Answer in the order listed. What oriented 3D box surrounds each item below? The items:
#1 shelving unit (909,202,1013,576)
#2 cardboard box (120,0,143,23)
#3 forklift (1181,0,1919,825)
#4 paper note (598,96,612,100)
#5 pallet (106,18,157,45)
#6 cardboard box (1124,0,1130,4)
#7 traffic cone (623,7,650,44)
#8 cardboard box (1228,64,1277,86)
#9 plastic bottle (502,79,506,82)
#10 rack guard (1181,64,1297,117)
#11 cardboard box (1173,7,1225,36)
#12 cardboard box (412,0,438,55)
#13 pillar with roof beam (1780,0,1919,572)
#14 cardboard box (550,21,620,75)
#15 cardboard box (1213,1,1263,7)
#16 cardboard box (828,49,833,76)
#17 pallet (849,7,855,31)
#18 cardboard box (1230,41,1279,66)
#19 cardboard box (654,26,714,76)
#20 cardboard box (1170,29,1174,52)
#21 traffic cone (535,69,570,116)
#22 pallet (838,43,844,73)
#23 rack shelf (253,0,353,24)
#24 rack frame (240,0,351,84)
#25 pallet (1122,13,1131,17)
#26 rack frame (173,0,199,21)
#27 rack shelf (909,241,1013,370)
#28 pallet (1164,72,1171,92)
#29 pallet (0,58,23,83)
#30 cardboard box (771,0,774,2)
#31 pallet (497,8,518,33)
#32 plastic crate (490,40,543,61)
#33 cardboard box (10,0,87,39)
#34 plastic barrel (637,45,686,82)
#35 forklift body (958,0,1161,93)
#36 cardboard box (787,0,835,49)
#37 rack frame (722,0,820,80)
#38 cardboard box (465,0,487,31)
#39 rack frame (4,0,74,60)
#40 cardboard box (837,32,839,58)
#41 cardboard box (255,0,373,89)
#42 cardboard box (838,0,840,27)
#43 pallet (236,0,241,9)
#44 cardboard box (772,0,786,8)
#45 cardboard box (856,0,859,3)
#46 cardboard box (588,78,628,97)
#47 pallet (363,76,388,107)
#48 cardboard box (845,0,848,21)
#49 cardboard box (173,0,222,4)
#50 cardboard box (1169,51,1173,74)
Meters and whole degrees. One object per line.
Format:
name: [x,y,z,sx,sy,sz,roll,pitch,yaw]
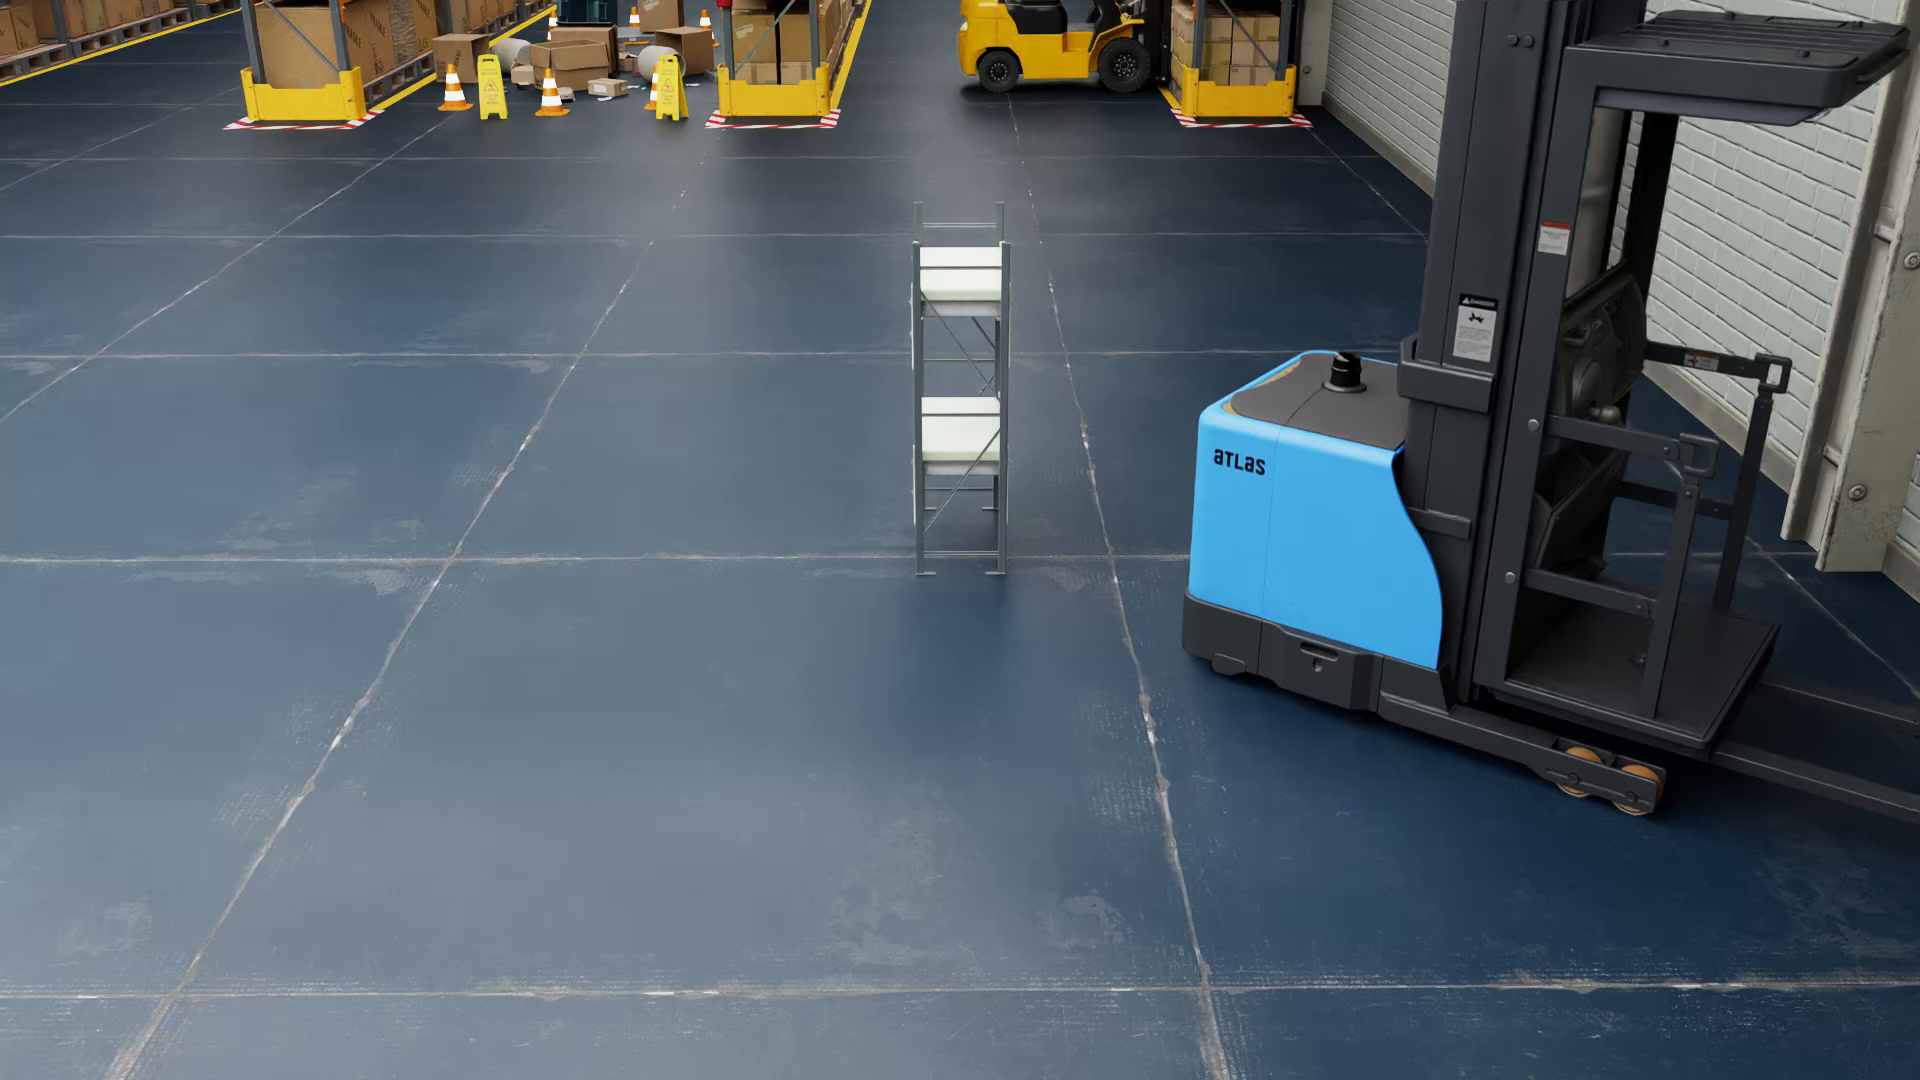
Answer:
shelving unit: [0.000,-0.681,7.435,0.431,1.500,0.755,0,24,-1]
cardboard box: [-11.924,-7.514,23.223,0.700,0.500,0.500,2,24,4]
forklift: [2.374,-0.645,5.620,3.031,2.935,1.130,17,29,32]
paper note: [-3.988,-4.966,18.693,0.148,0.019,0.142,-9,26,-19]
pallet: [-11.966,-7.096,23.184,1.003,0.211,1.213,0,24,-1]
cardboard box: [2.882,-8.111,24.416,0.875,0.625,0.625,1,24,1]
traffic cone: [-4.447,-7.050,22.777,0.336,0.463,0.334,0,24,-1]
cardboard box: [3.167,-5.104,18.222,0.500,0.250,0.500,0,24,0]
plastic bottle: [-5.537,-5.448,19.722,0.283,0.061,0.133,-9,26,-19]
rack guard: [2.977,-4.813,17.786,1.175,0.500,0.348,0,24,-1]
cardboard box: [2.648,-5.755,18.448,0.500,0.250,0.500,0,24,0]
cardboard box: [-7.042,-6.487,20.521,0.875,0.875,0.875,0,24,0]
pillar with roof beam: [-0.304,-4.023,5.724,9.100,9.000,0.400,0,24,-1]
cardboard box: [-4.556,-5.960,20.154,0.797,0.637,0.503,0,24,-1]
cardboard box: [3.157,-5.967,18.917,0.500,0.250,0.500,0,24,-1]
cardboard box: [-1.717,-5.421,18.923,0.500,0.250,0.500,1,24,1]
pallet: [-2.067,-7.642,24.391,1.003,0.211,1.213,0,24,-1]
cardboard box: [3.179,-5.323,18.100,0.500,0.250,0.500,0,24,0]
cardboard box: [-3.380,-6.001,20.409,0.500,0.500,0.500,19,30,35]
cardboard box: [2.637,-5.747,19.037,0.500,0.250,0.500,-1,24,-2]
traffic cone: [-4.388,-4.809,17.821,0.336,0.463,0.334,0,24,-1]
pallet: [-1.988,-6.040,20.847,1.003,0.211,1.213,0,24,-1]
rack shelf: [-6.957,-6.371,19.069,1.077,0.370,4.000,0,24,-1]
rack frame: [-6.936,-5.874,17.099,1.000,3.000,0.127,0,24,-1]
pallet: [2.859,-7.649,24.406,1.003,0.211,1.213,0,24,-1]
rack frame: [-11.984,-9.190,24.430,1.000,3.000,0.127,0,24,-1]
rack shelf: [0.000,-1.036,7.274,0.431,0.370,0.720,0,24,-1]
pallet: [2.916,-5.508,19.672,1.003,0.211,1.213,0,24,-1]
pallet: [-11.881,-5.491,19.635,1.003,0.211,1.213,0,24,-1]
cardboard box: [-2.328,-6.206,18.962,0.380,0.149,0.250,1,24,2]
pallet: [-7.090,-7.575,24.243,1.003,0.211,1.213,0,24,-1]
plastic crate: [-5.667,-6.202,21.165,0.450,0.188,0.662,3,22,31]
cardboard box: [-11.925,-6.857,21.770,0.700,0.500,0.500,-2,24,-5]
plastic barrel: [-3.523,-5.609,19.638,0.512,0.421,0.421,19,30,35]
forklift body: [1.131,-6.349,19.177,2.313,2.155,1.214,0,24,-1]
cardboard box: [-1.727,-5.984,19.258,0.500,0.500,0.500,0,24,0]
rack frame: [-1.987,-5.938,17.240,1.000,3.000,0.127,0,24,-1]
cardboard box: [-7.083,-7.342,22.564,1.050,0.750,0.750,0,24,-1]
rack frame: [-11.940,-7.542,20.786,1.000,3.000,0.127,0,24,-1]
cardboard box: [-1.740,-6.063,20.343,0.500,0.250,0.500,-1,24,-2]
cardboard box: [-7.009,-5.377,18.067,0.875,0.875,0.875,0,24,0]
cardboard box: [-1.756,-6.624,20.674,0.500,0.500,0.500,-1,24,-1]
pallet: [-11.927,-8.746,26.833,1.003,0.211,1.213,0,24,-1]
cardboard box: [-2.264,-5.971,19.228,0.500,0.500,0.500,-1,24,-2]
cardboard box: [-1.999,-8.743,25.510,0.875,0.875,0.875,0,24,-1]
cardboard box: [-4.021,-5.170,19.001,0.380,0.149,0.250,13,27,27]
pallet: [-7.022,-4.933,18.401,1.003,0.211,1.213,0,24,-1]
cardboard box: [-2.059,-7.380,23.106,0.950,0.372,0.625,1,24,1]
cardboard box: [-11.970,-8.698,25.410,1.225,0.875,0.875,-1,24,-3]
cardboard box: [2.663,-5.504,19.107,0.500,0.250,0.500,0,24,0]
